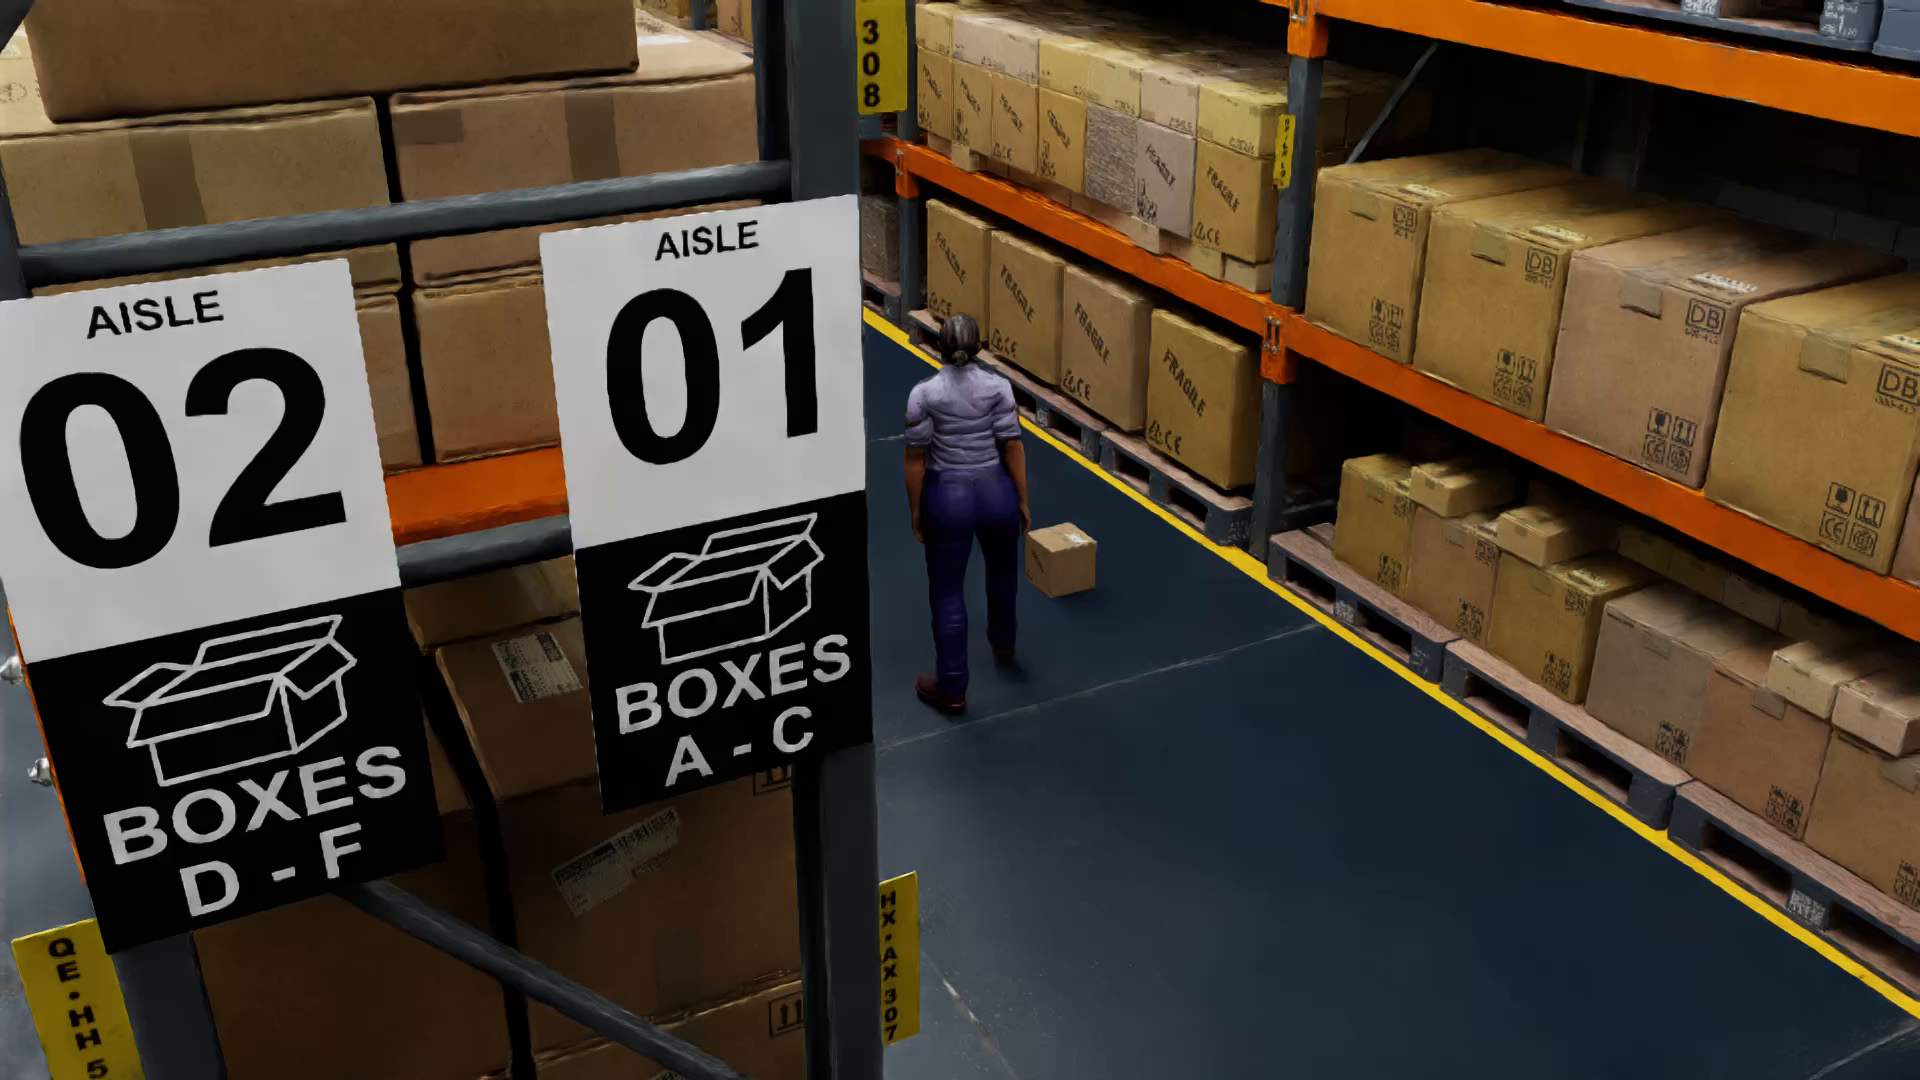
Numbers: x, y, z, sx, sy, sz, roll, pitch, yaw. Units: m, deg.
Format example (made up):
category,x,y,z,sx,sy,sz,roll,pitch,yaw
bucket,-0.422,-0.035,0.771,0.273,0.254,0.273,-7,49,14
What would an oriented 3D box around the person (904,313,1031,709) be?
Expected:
category,x,y,z,sx,sy,sz,roll,pitch,yaw
person,0.029,-0.159,6.949,0.535,1.613,0.683,-5,26,-10
